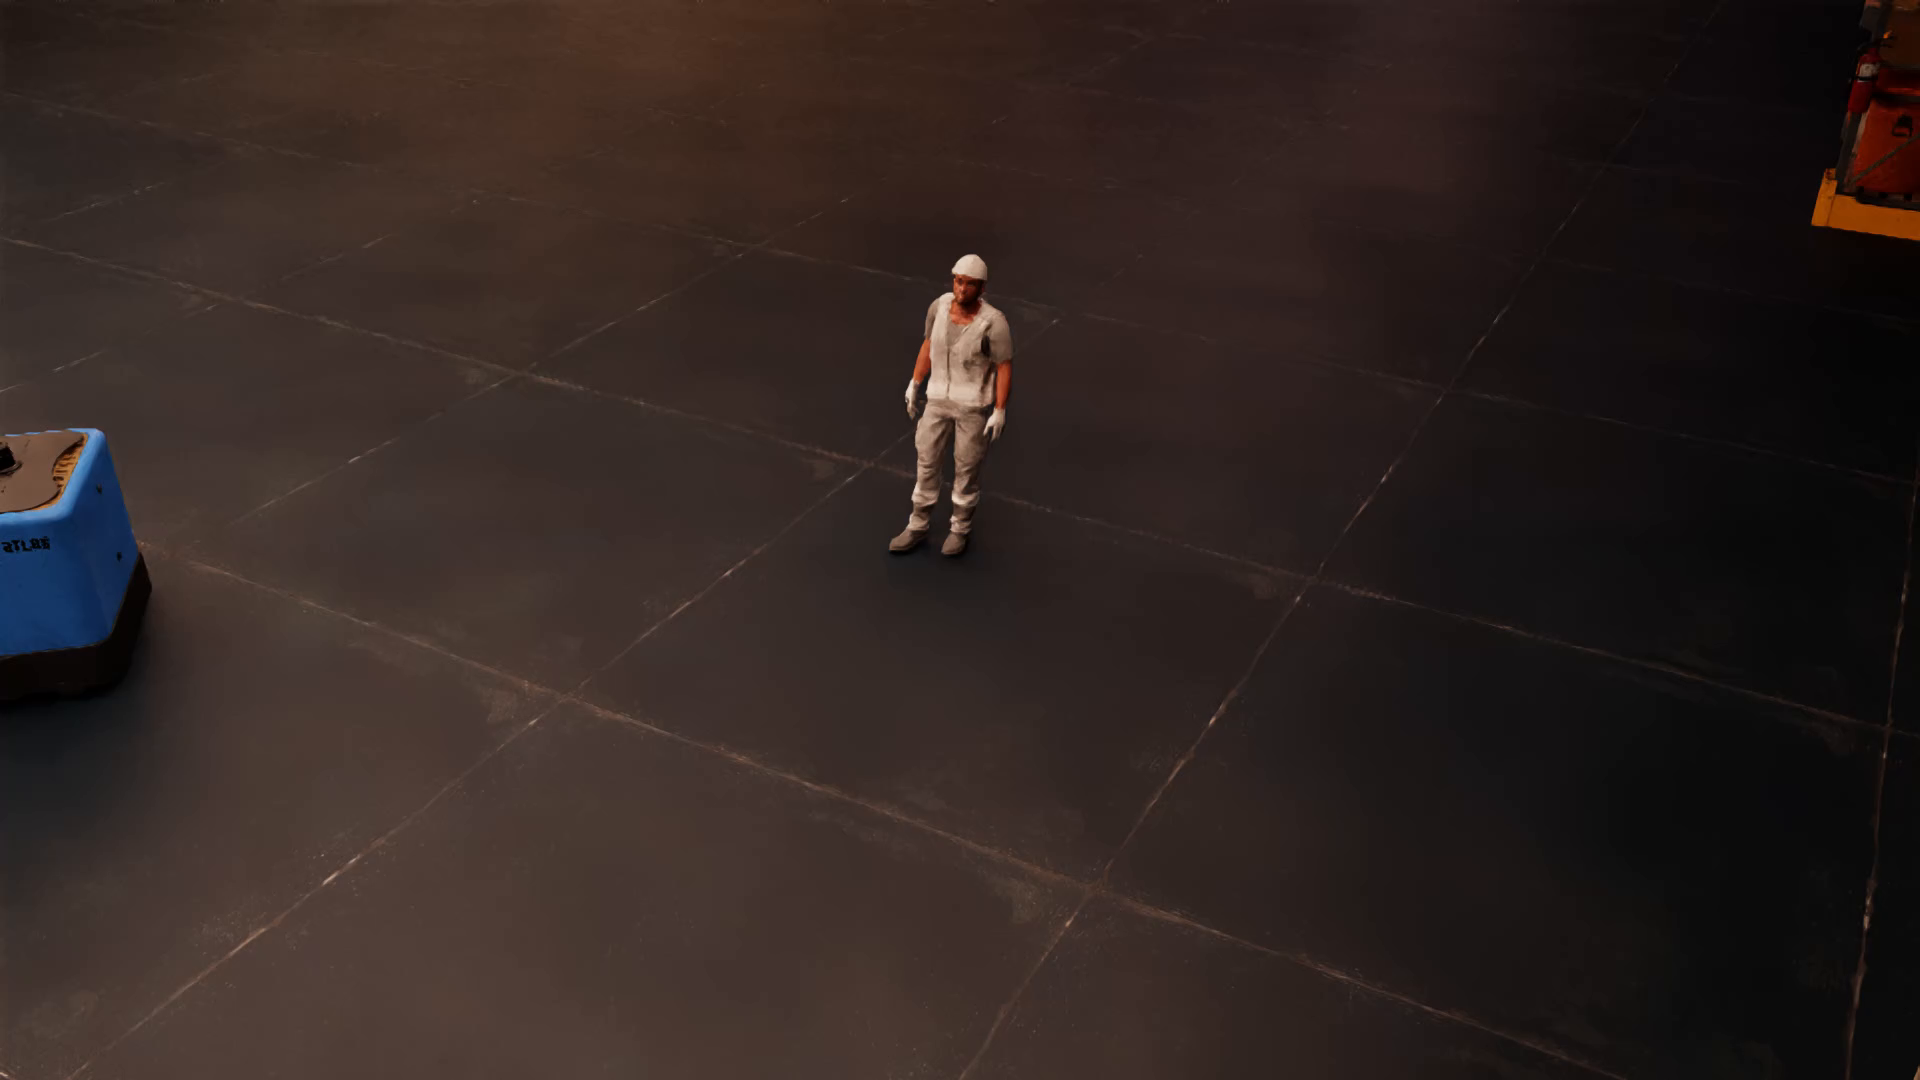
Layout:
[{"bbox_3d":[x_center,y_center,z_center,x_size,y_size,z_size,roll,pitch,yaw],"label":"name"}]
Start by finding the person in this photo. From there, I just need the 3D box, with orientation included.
[{"bbox_3d":[-0.049,-0.748,9.496,0.637,1.787,0.563,15,33,25],"label":"person"}]

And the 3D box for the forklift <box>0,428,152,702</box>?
[{"bbox_3d":[-5.930,-0.544,8.014,3.031,2.935,1.130,-7,31,-12],"label":"forklift"}]
